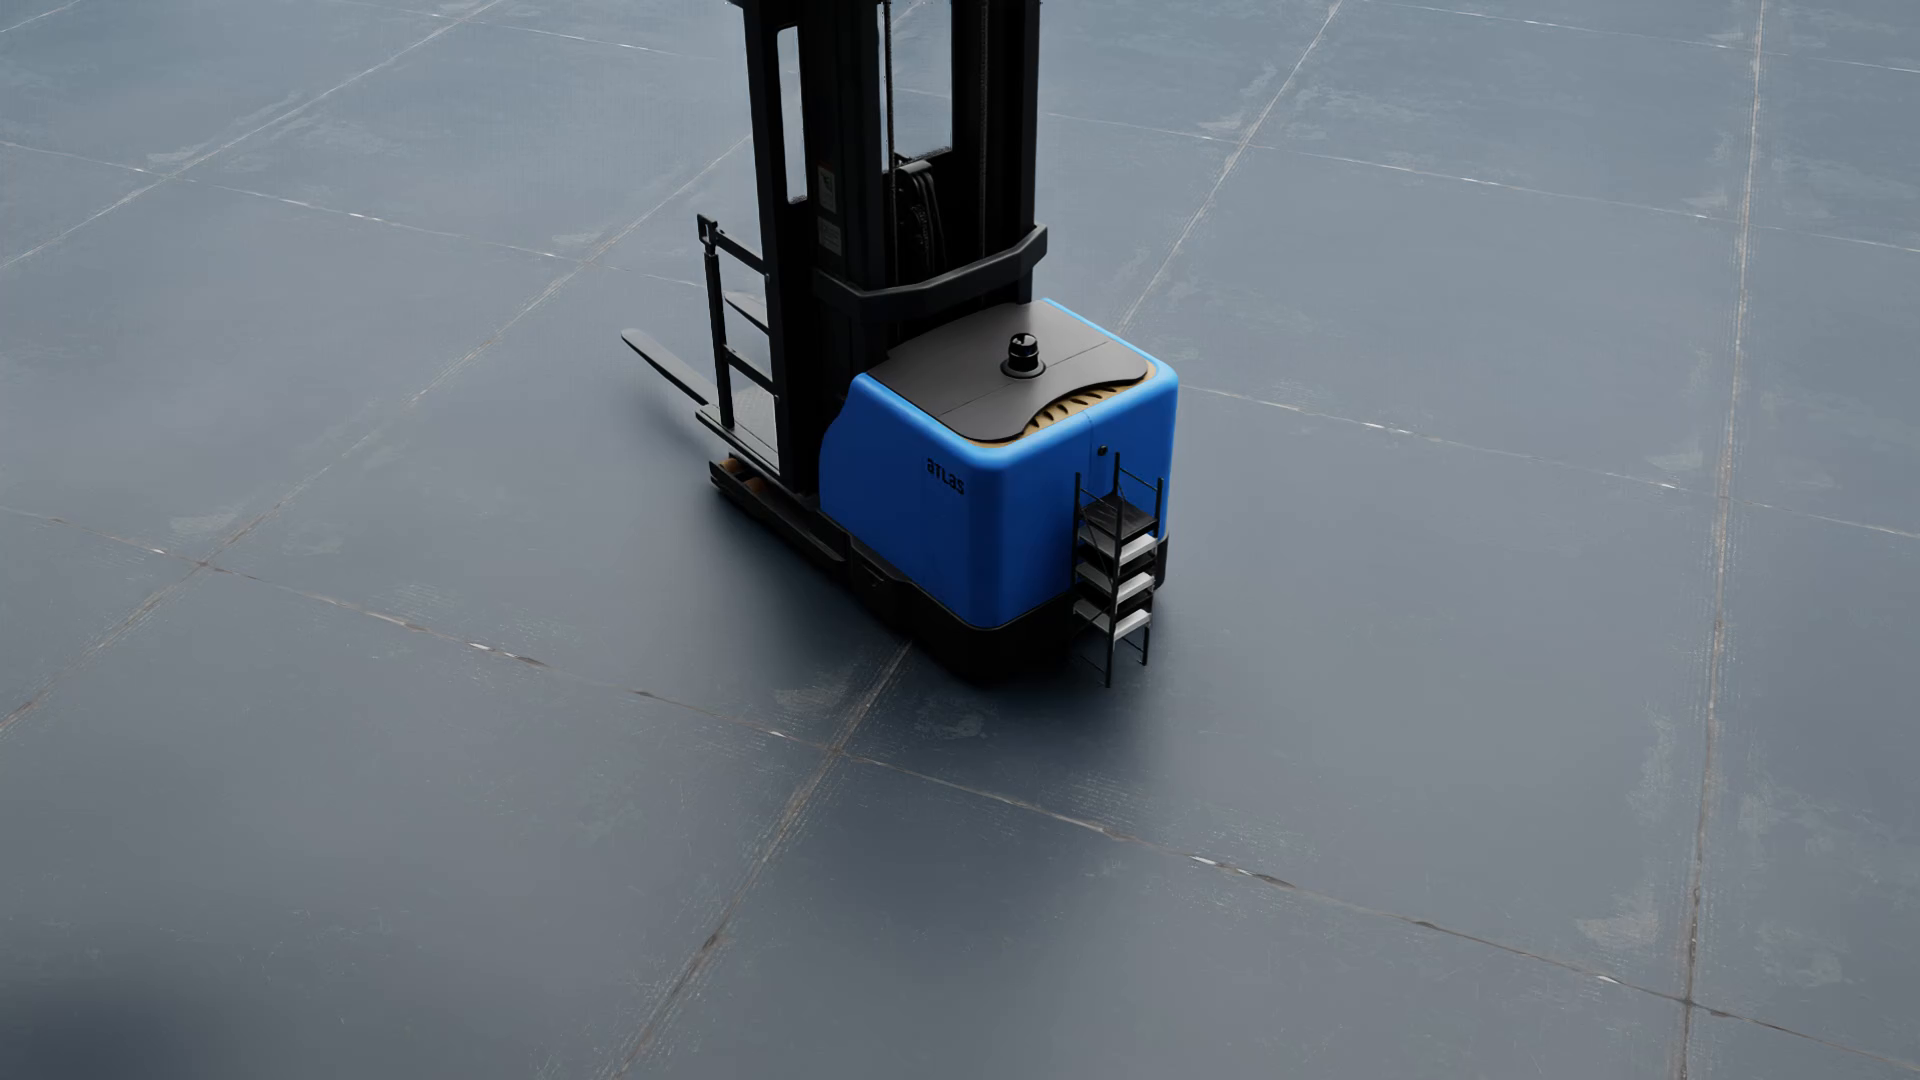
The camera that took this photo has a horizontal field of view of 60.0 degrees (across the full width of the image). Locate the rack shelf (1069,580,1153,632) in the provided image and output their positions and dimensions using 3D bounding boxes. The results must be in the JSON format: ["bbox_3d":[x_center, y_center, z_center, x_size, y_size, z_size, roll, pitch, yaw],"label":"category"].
[{"bbox_3d":[0.581,0.224,6.405,0.200,0.077,0.258,-27,45,-31],"label":"rack shelf"}]

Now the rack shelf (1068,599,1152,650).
[{"bbox_3d":[0.581,0.296,6.458,0.200,0.077,0.258,-27,45,-31],"label":"rack shelf"}]

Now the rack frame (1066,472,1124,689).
[{"bbox_3d":[0.504,0.165,6.278,0.006,0.900,0.240,-27,45,-31],"label":"rack frame"}]

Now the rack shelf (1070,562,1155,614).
[{"bbox_3d":[0.581,0.152,6.351,0.200,0.077,0.258,-27,45,-31],"label":"rack shelf"}]

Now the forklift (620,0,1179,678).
[{"bbox_3d":[-0.471,-1.456,6.750,1.130,2.935,3.031,-26,44,-31],"label":"forklift"}]

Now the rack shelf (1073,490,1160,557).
[{"bbox_3d":[0.581,-0.064,6.189,0.200,0.077,0.258,-27,45,-31],"label":"rack shelf"}]

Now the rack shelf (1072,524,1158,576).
[{"bbox_3d":[0.581,0.008,6.243,0.200,0.077,0.258,-27,45,-31],"label":"rack shelf"}]

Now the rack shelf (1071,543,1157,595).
[{"bbox_3d":[0.581,0.080,6.297,0.200,0.077,0.258,-27,45,-31],"label":"rack shelf"}]

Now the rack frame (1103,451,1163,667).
[{"bbox_3d":[0.658,0.086,6.384,0.006,0.900,0.240,-27,45,-31],"label":"rack frame"}]

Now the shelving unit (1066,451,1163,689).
[{"bbox_3d":[0.581,0.125,6.331,0.210,0.900,0.258,-27,45,-31],"label":"shelving unit"}]
